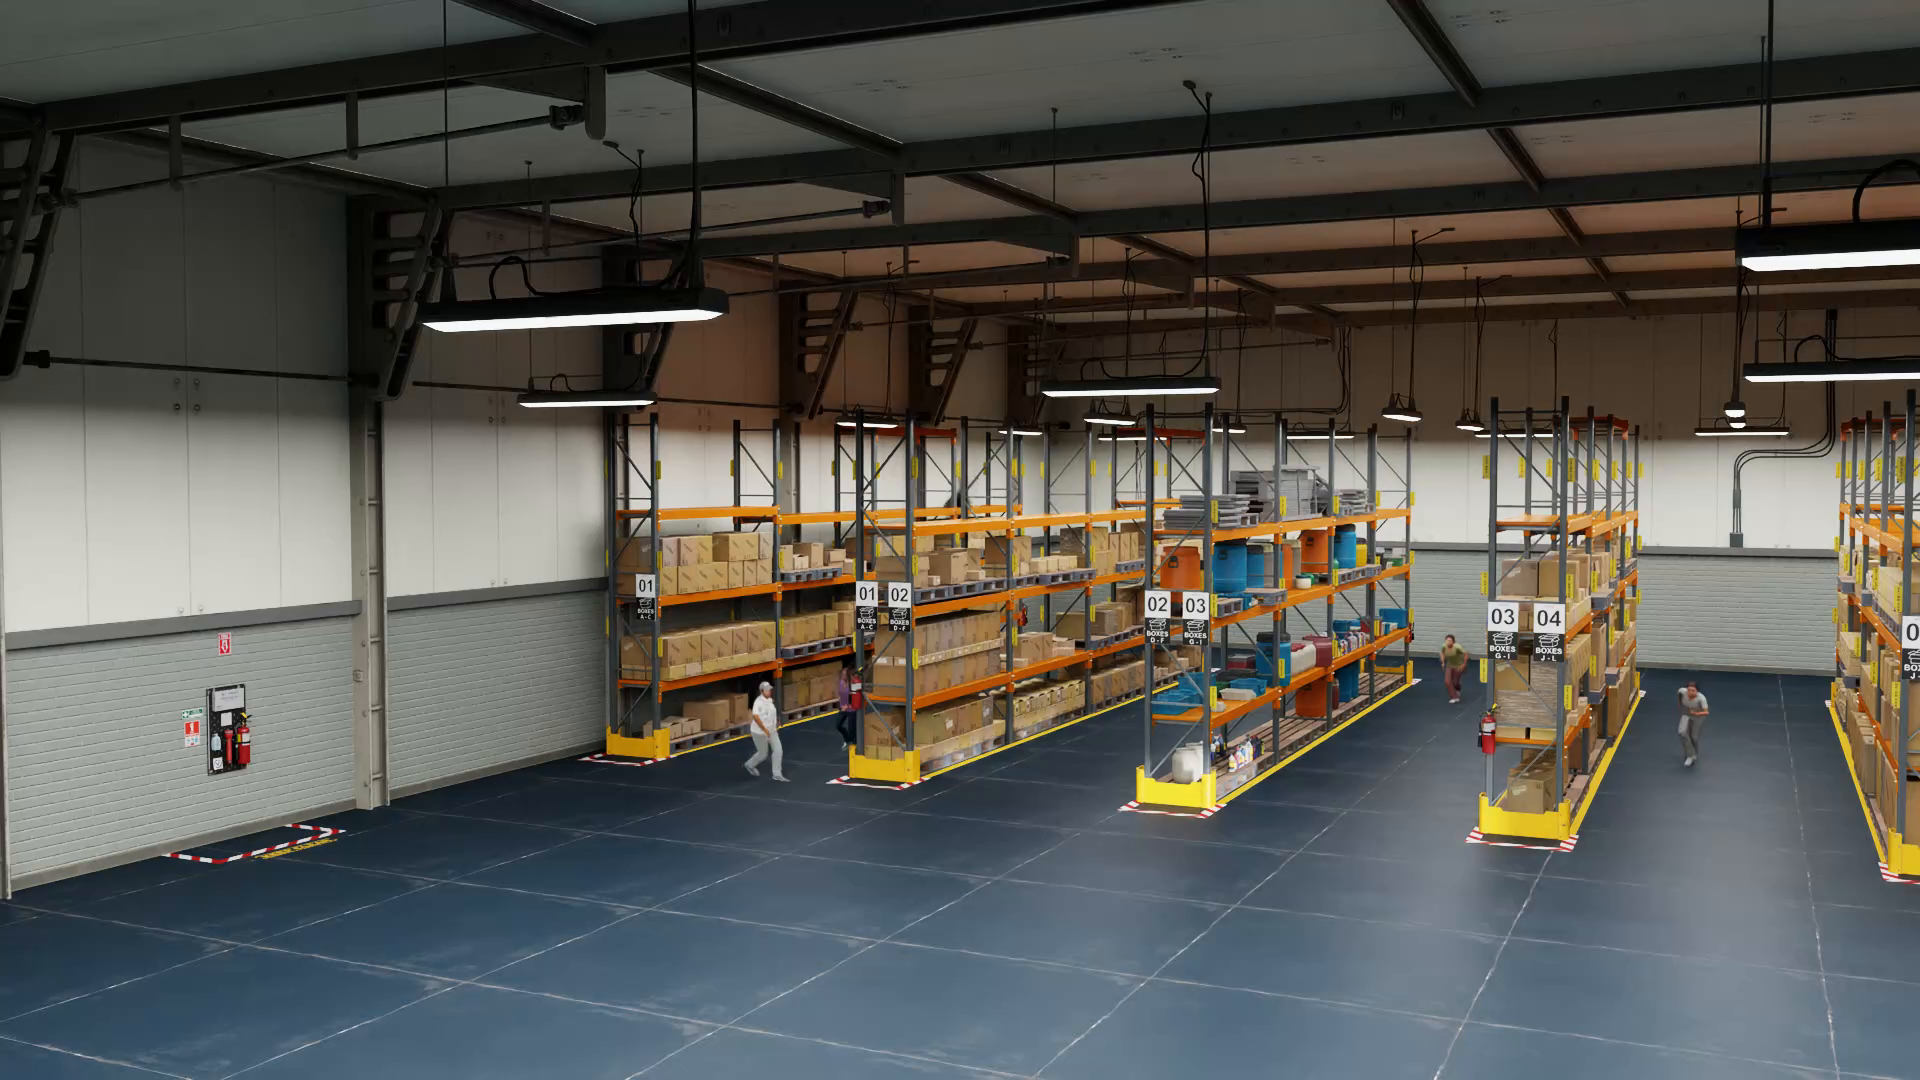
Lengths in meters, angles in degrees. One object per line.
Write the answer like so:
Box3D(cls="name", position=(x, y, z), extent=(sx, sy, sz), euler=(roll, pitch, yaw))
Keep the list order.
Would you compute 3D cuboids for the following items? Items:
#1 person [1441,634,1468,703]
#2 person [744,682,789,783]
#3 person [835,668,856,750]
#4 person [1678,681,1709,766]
Box3D(cls="person", position=(10.680, 2.753, 35.824), extent=(0.587, 1.501, 0.919), euler=(2, 3, 34))
Box3D(cls="person", position=(-3.185, 3.083, 26.702), extent=(0.828, 1.642, 0.681), euler=(1, 3, 29))
Box3D(cls="person", position=(-1.965, 2.993, 29.160), extent=(0.527, 1.534, 0.768), euler=(2, 3, 32))
Box3D(cls="person", position=(12.538, 3.093, 28.427), extent=(0.550, 1.459, 1.109), euler=(2, 3, 33))
